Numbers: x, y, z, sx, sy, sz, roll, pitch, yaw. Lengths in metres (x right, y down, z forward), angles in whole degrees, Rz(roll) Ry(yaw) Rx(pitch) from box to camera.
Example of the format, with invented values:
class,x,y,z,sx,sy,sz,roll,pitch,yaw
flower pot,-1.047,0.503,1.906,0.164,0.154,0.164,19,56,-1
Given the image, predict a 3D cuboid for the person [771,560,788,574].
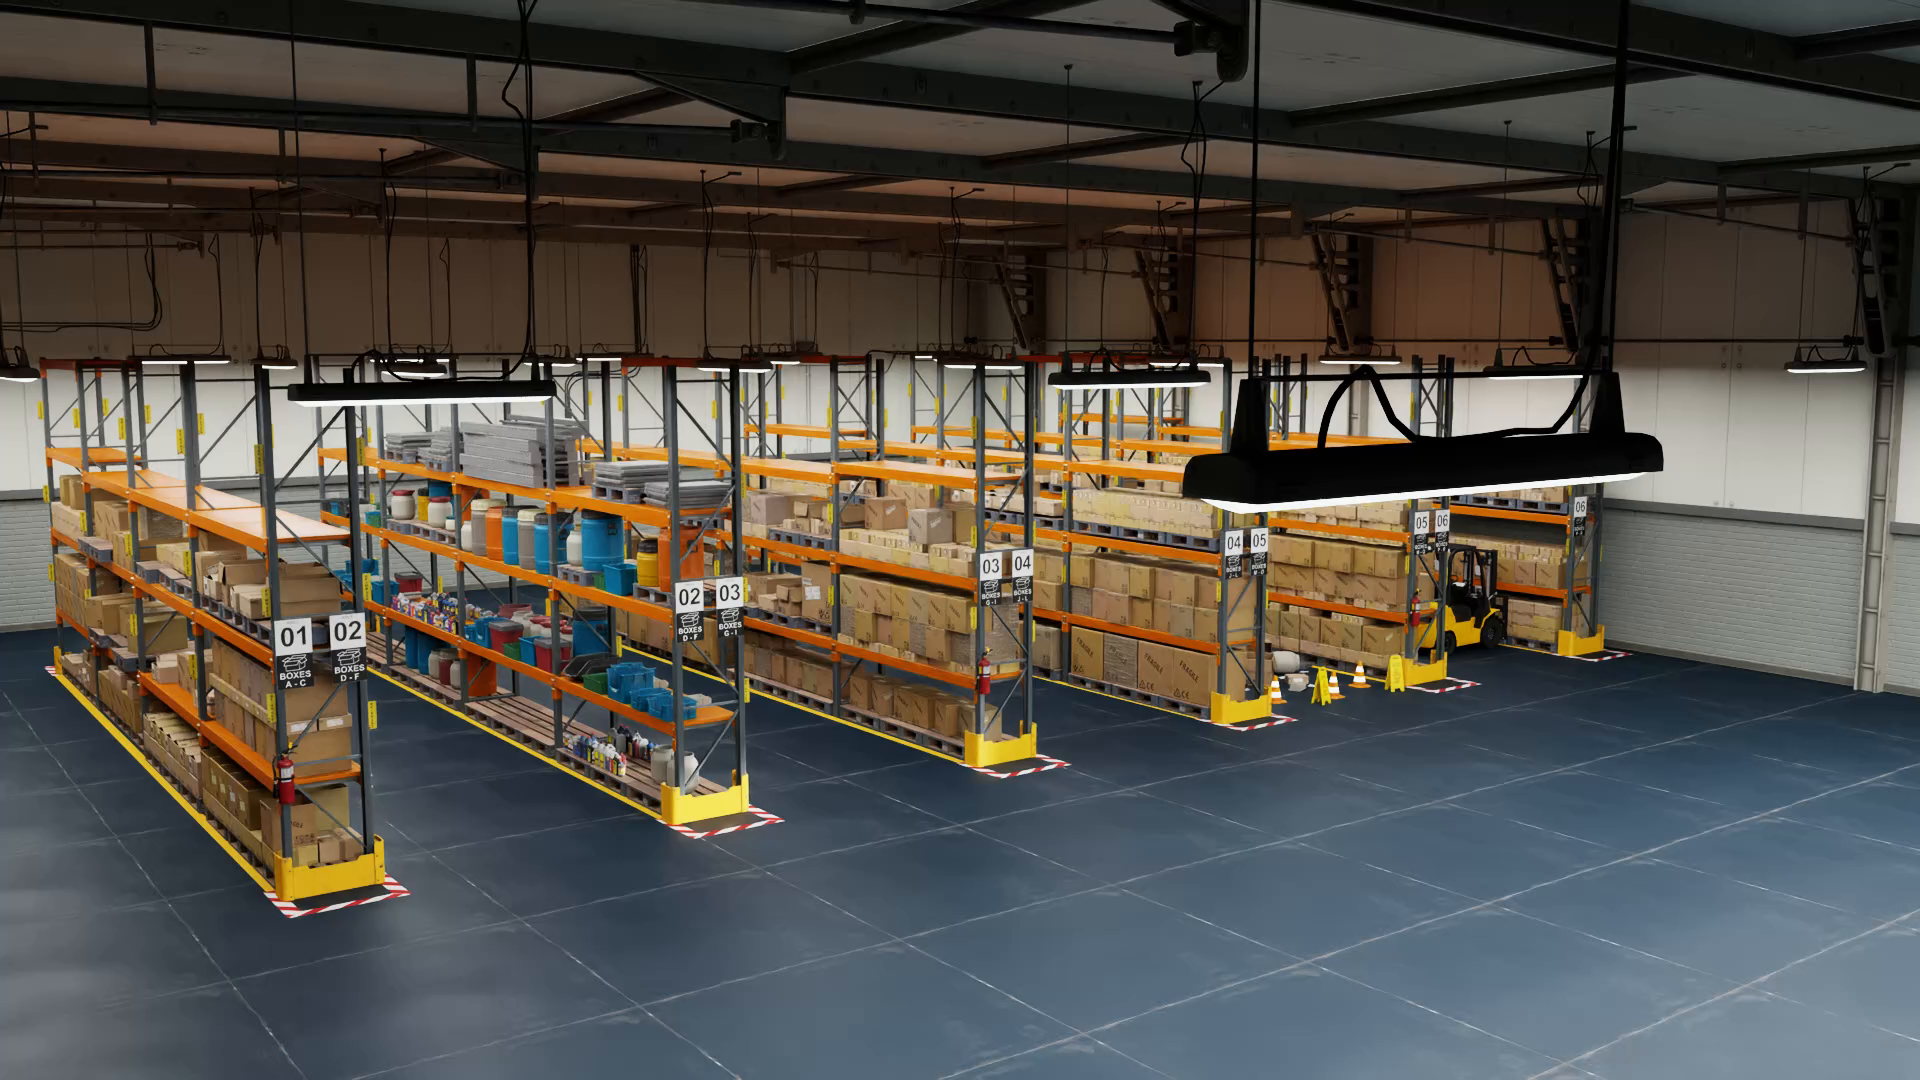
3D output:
class,x,y,z,sx,sy,sz,roll,pitch,yaw
person,-4.561,0.409,42.429,0.925,1.646,0.437,-6,9,-43
